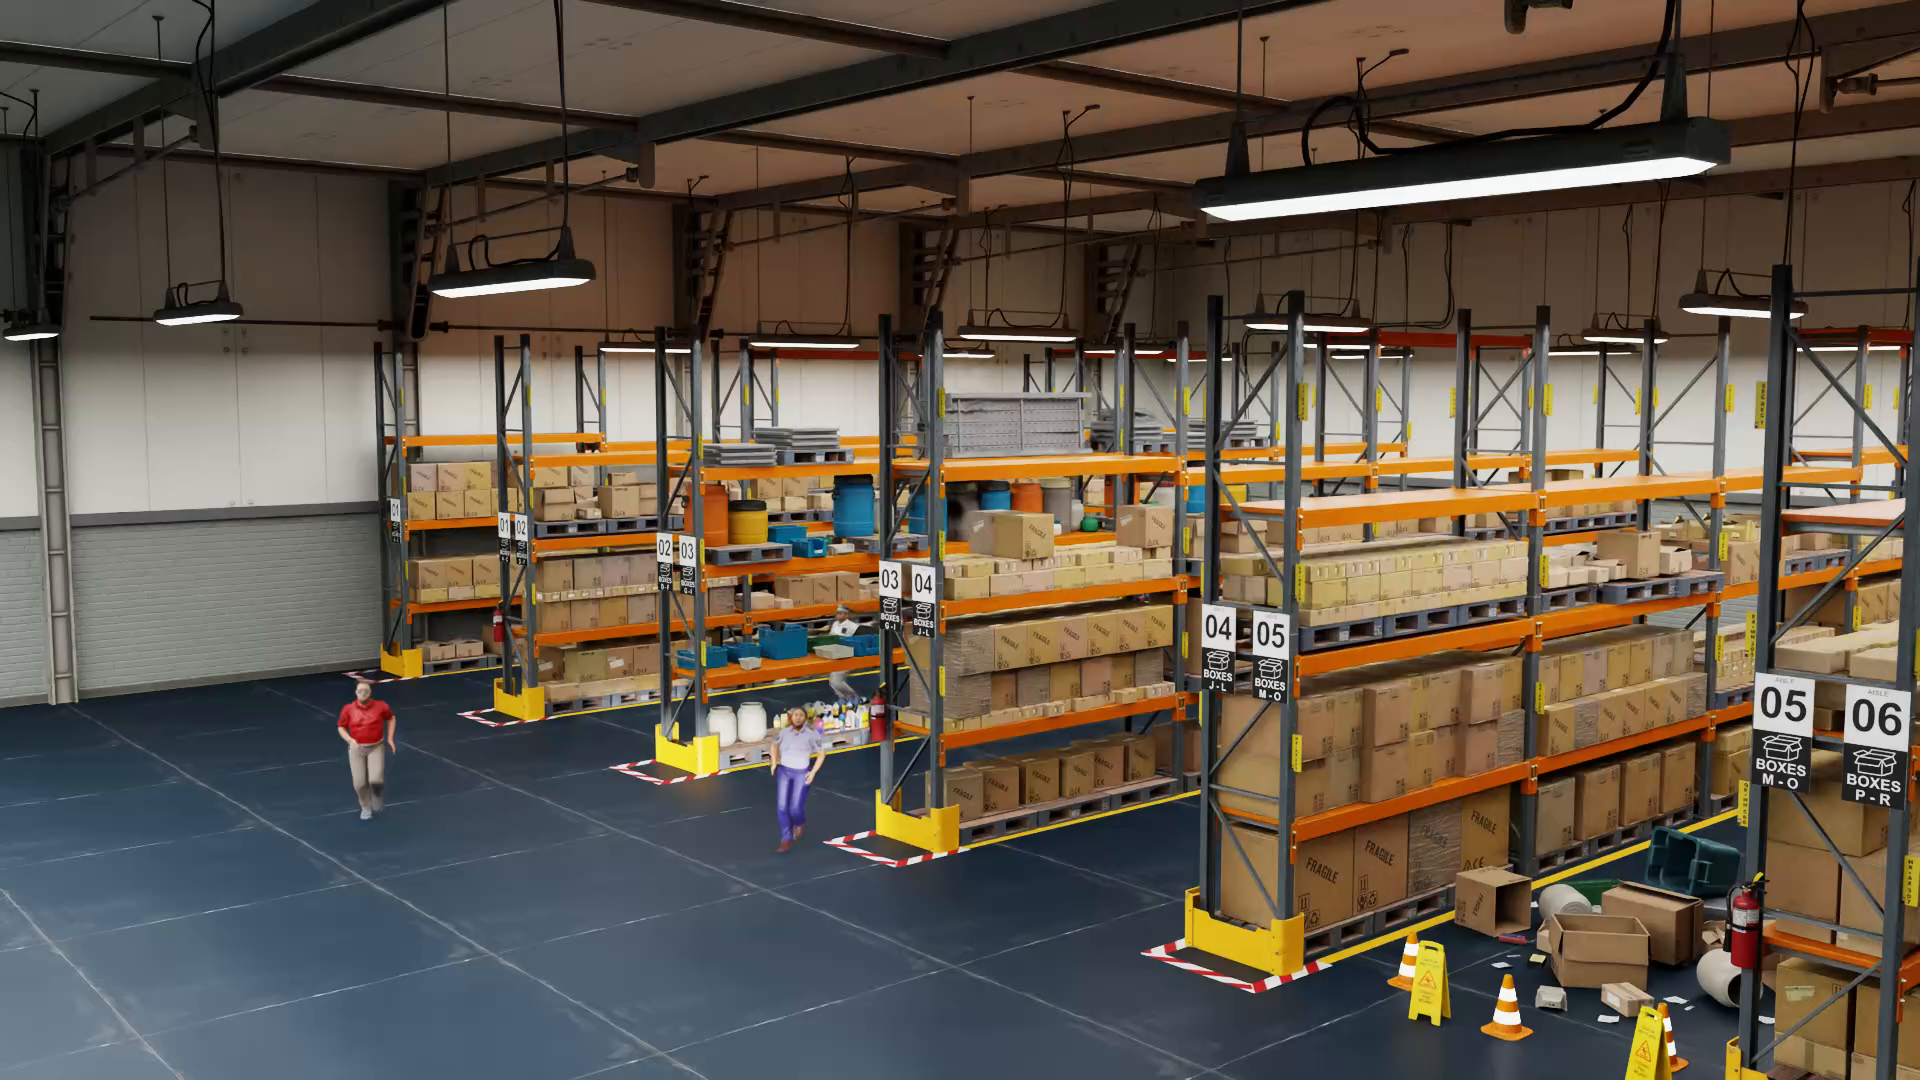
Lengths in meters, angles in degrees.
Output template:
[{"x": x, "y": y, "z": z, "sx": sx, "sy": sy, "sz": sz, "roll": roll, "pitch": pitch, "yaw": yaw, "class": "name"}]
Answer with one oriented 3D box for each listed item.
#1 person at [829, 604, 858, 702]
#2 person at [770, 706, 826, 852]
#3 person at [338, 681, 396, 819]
[{"x": -1.923, "y": 1.881, "z": 26.420, "sx": 0.602, "sy": 1.744, "sz": 0.650, "roll": -5, "pitch": 7, "yaw": -42, "class": "person"}, {"x": -1.856, "y": 2.683, "z": 18.716, "sx": 0.640, "sy": 1.605, "sz": 0.518, "roll": 1, "pitch": 5, "yaw": 14, "class": "person"}, {"x": -7.072, "y": 2.499, "z": 19.841, "sx": 0.647, "sy": 1.637, "sz": 0.648, "roll": -2, "pitch": 5, "yaw": -18, "class": "person"}]
